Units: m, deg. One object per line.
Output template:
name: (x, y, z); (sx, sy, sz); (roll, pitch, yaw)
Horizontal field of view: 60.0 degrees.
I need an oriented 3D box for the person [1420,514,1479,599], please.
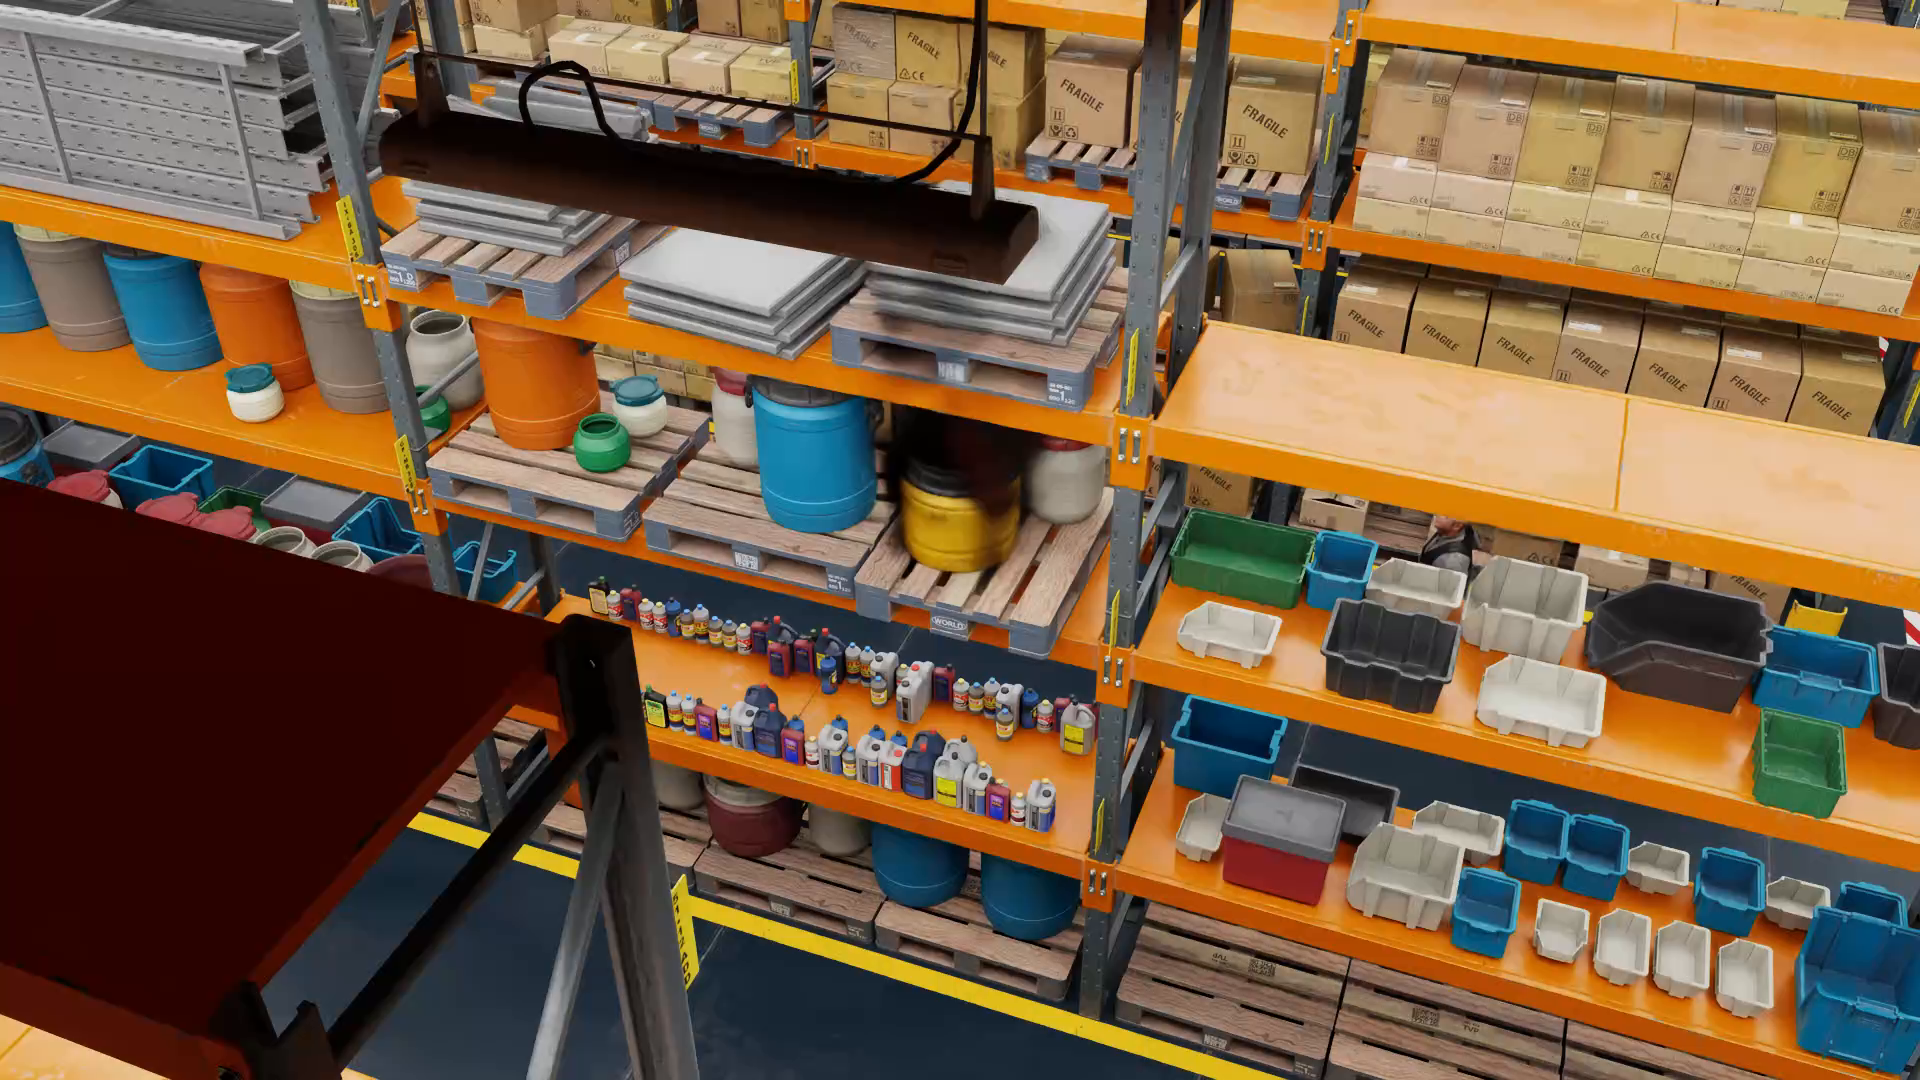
person: (3.304, 0.456, 11.333); (0.960, 1.724, 0.672); (8, 37, 10)
